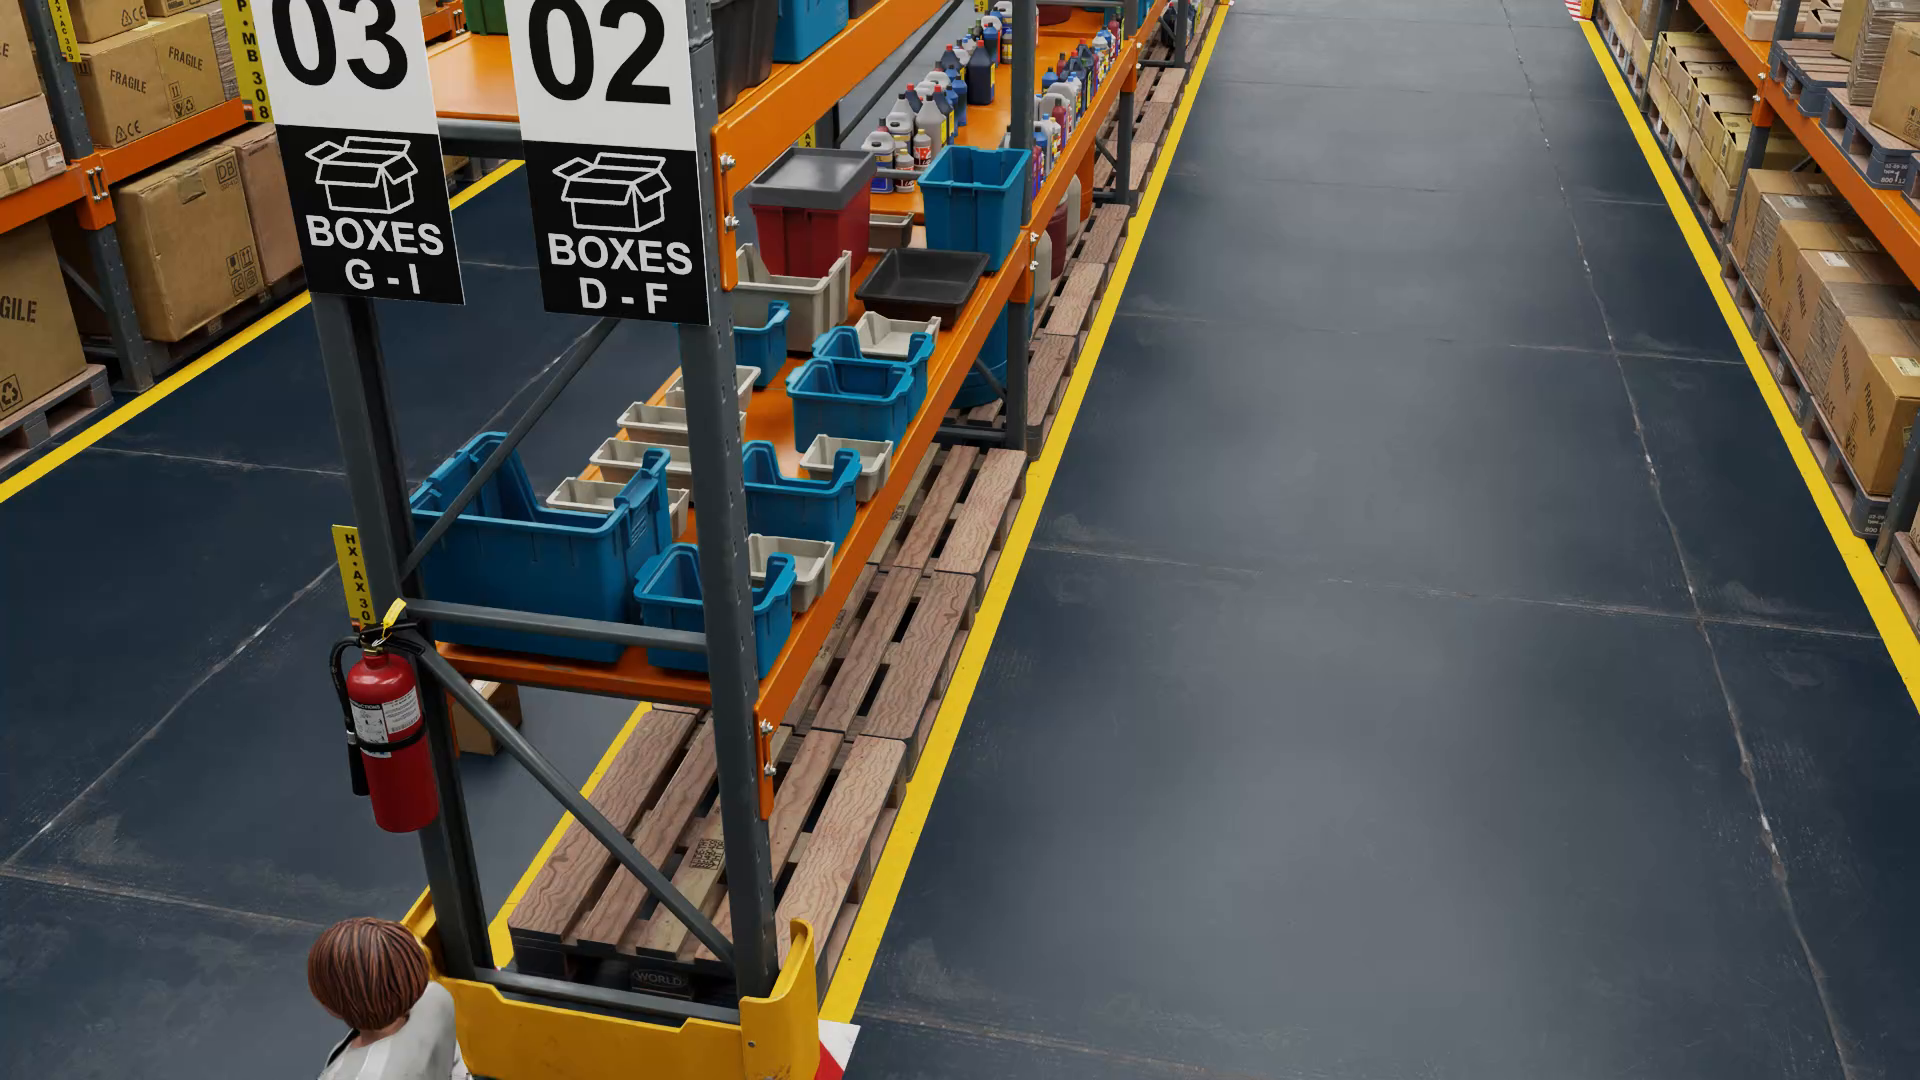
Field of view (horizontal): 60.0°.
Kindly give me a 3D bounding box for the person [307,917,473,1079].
[{"bbox_3d":[-1.125,1.440,3.528,0.747,1.569,0.447,2,29,3],"label":"person"}]
